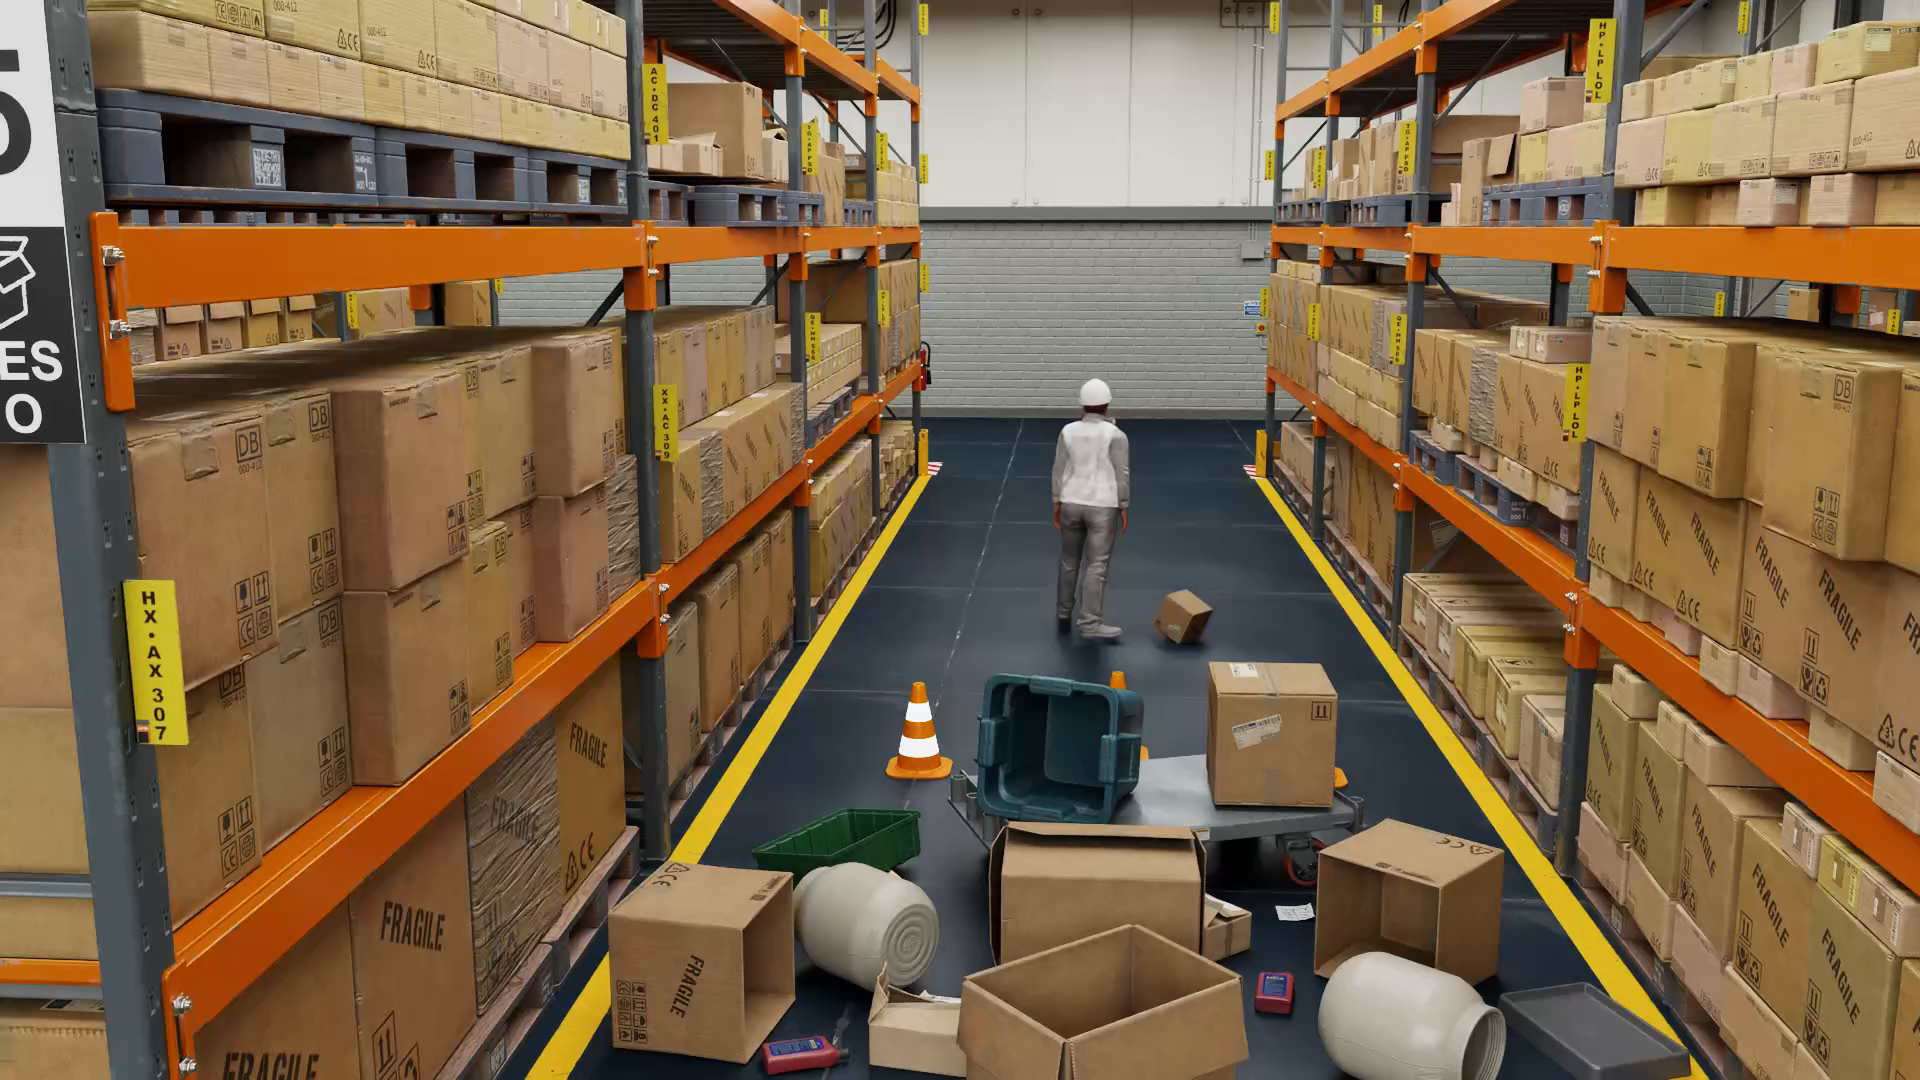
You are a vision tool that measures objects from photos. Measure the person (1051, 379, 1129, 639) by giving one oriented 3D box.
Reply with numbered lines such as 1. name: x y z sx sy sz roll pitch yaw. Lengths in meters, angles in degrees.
1. person: 0.884 -0.249 11.596 0.711 1.754 0.709 6 12 30
